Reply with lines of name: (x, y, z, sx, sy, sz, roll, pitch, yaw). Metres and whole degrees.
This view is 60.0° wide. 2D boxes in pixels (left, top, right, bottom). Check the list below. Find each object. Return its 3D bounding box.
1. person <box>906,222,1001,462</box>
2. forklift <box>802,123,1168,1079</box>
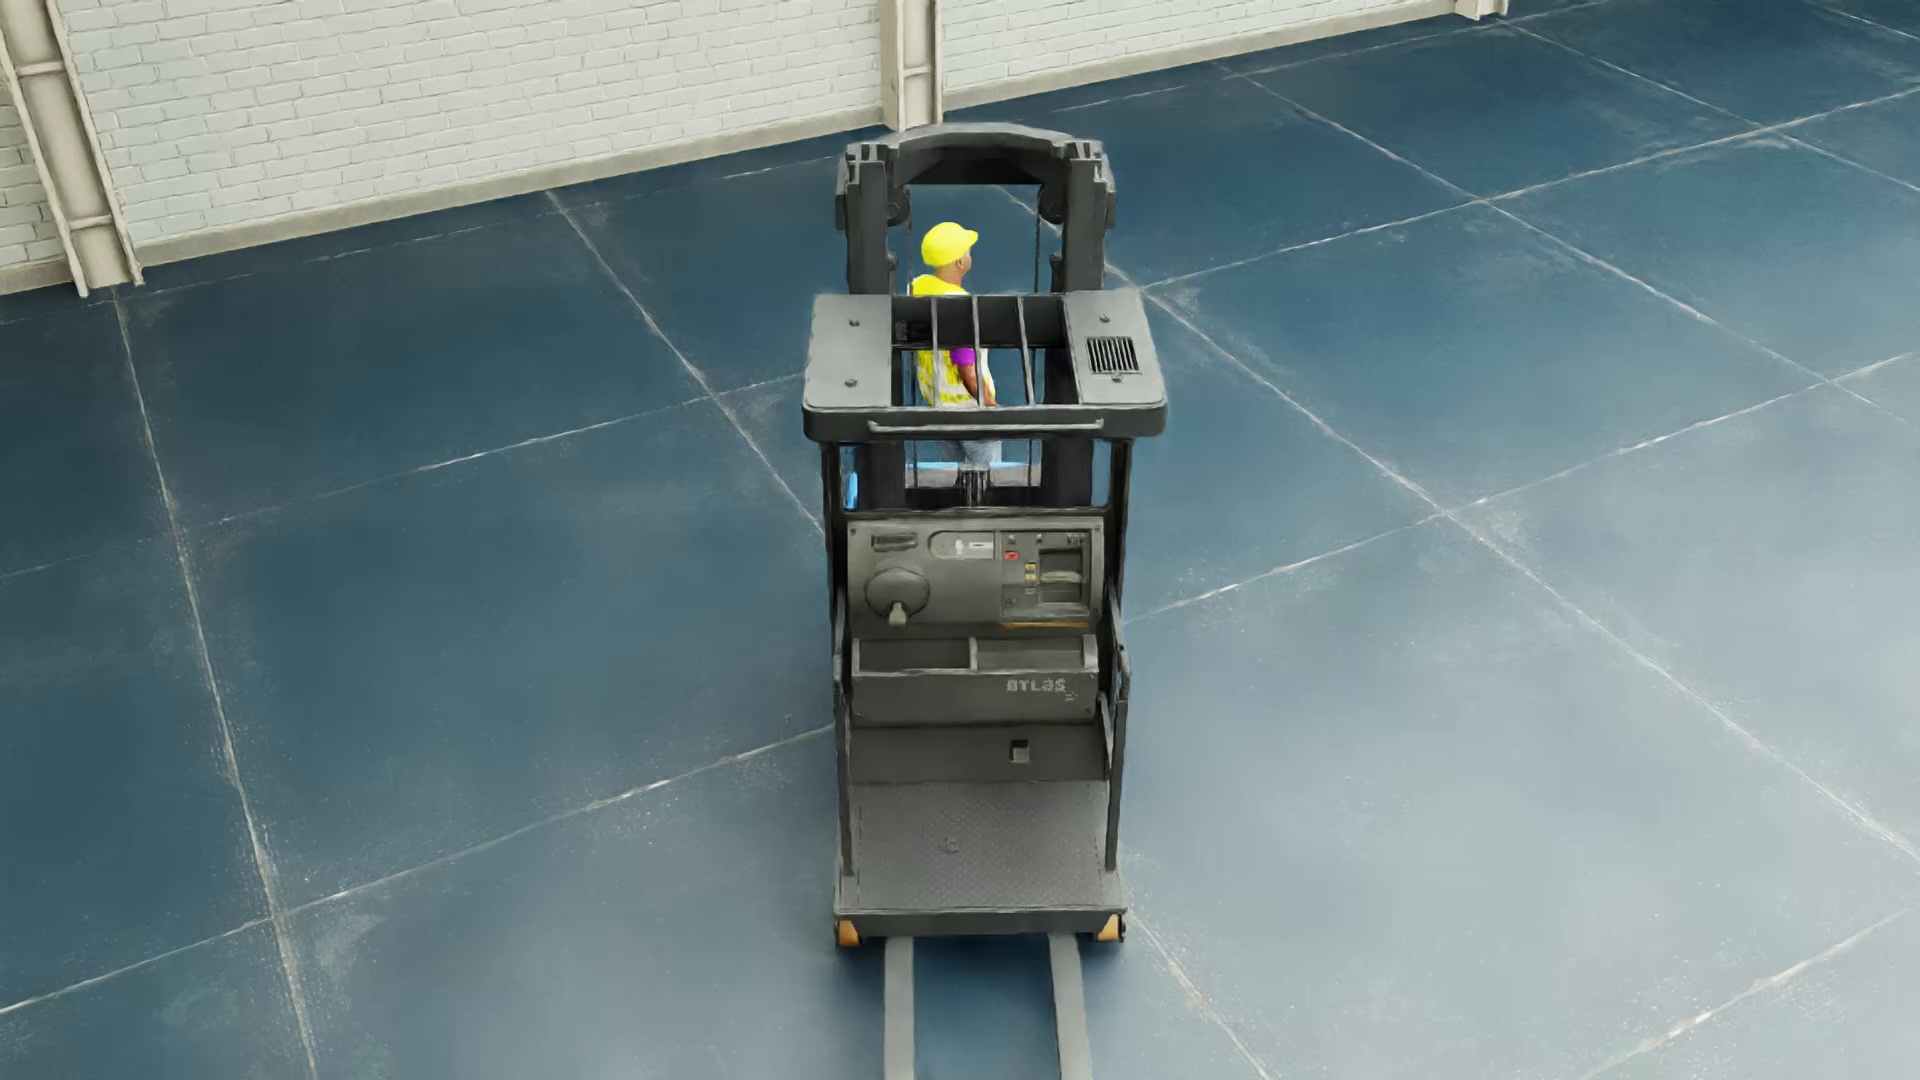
person: (0.064, -0.743, 8.171, 0.576, 1.766, 0.665, -17, 39, -23)
forklift: (0.065, 0.185, 5.862, 1.130, 2.935, 3.031, -1, 35, -1)
